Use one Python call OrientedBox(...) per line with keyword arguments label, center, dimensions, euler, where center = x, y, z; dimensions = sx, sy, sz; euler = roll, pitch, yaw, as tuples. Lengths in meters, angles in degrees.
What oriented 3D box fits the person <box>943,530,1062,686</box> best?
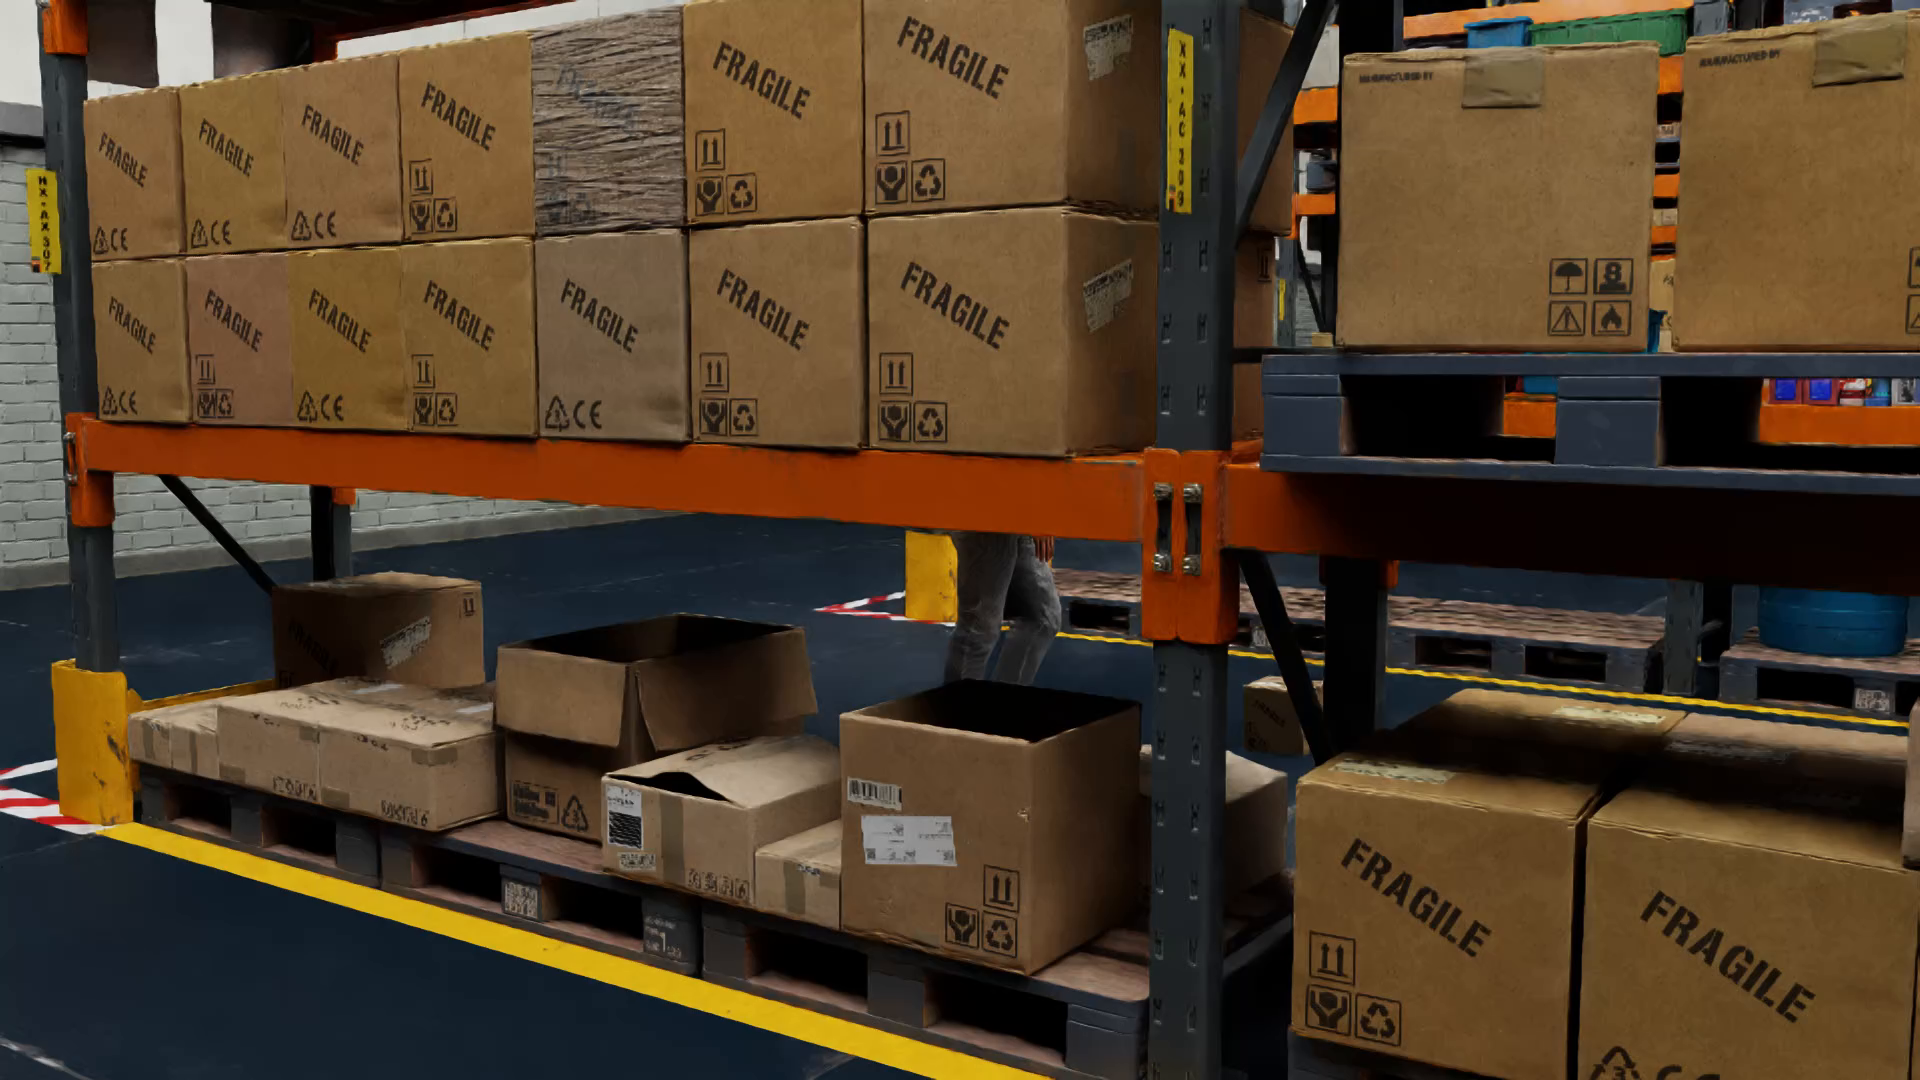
OrientedBox(label="person", center=(0.169, -0.080, 6.387), dimensions=(0.494, 1.755, 0.666), euler=(1, 6, 11))
